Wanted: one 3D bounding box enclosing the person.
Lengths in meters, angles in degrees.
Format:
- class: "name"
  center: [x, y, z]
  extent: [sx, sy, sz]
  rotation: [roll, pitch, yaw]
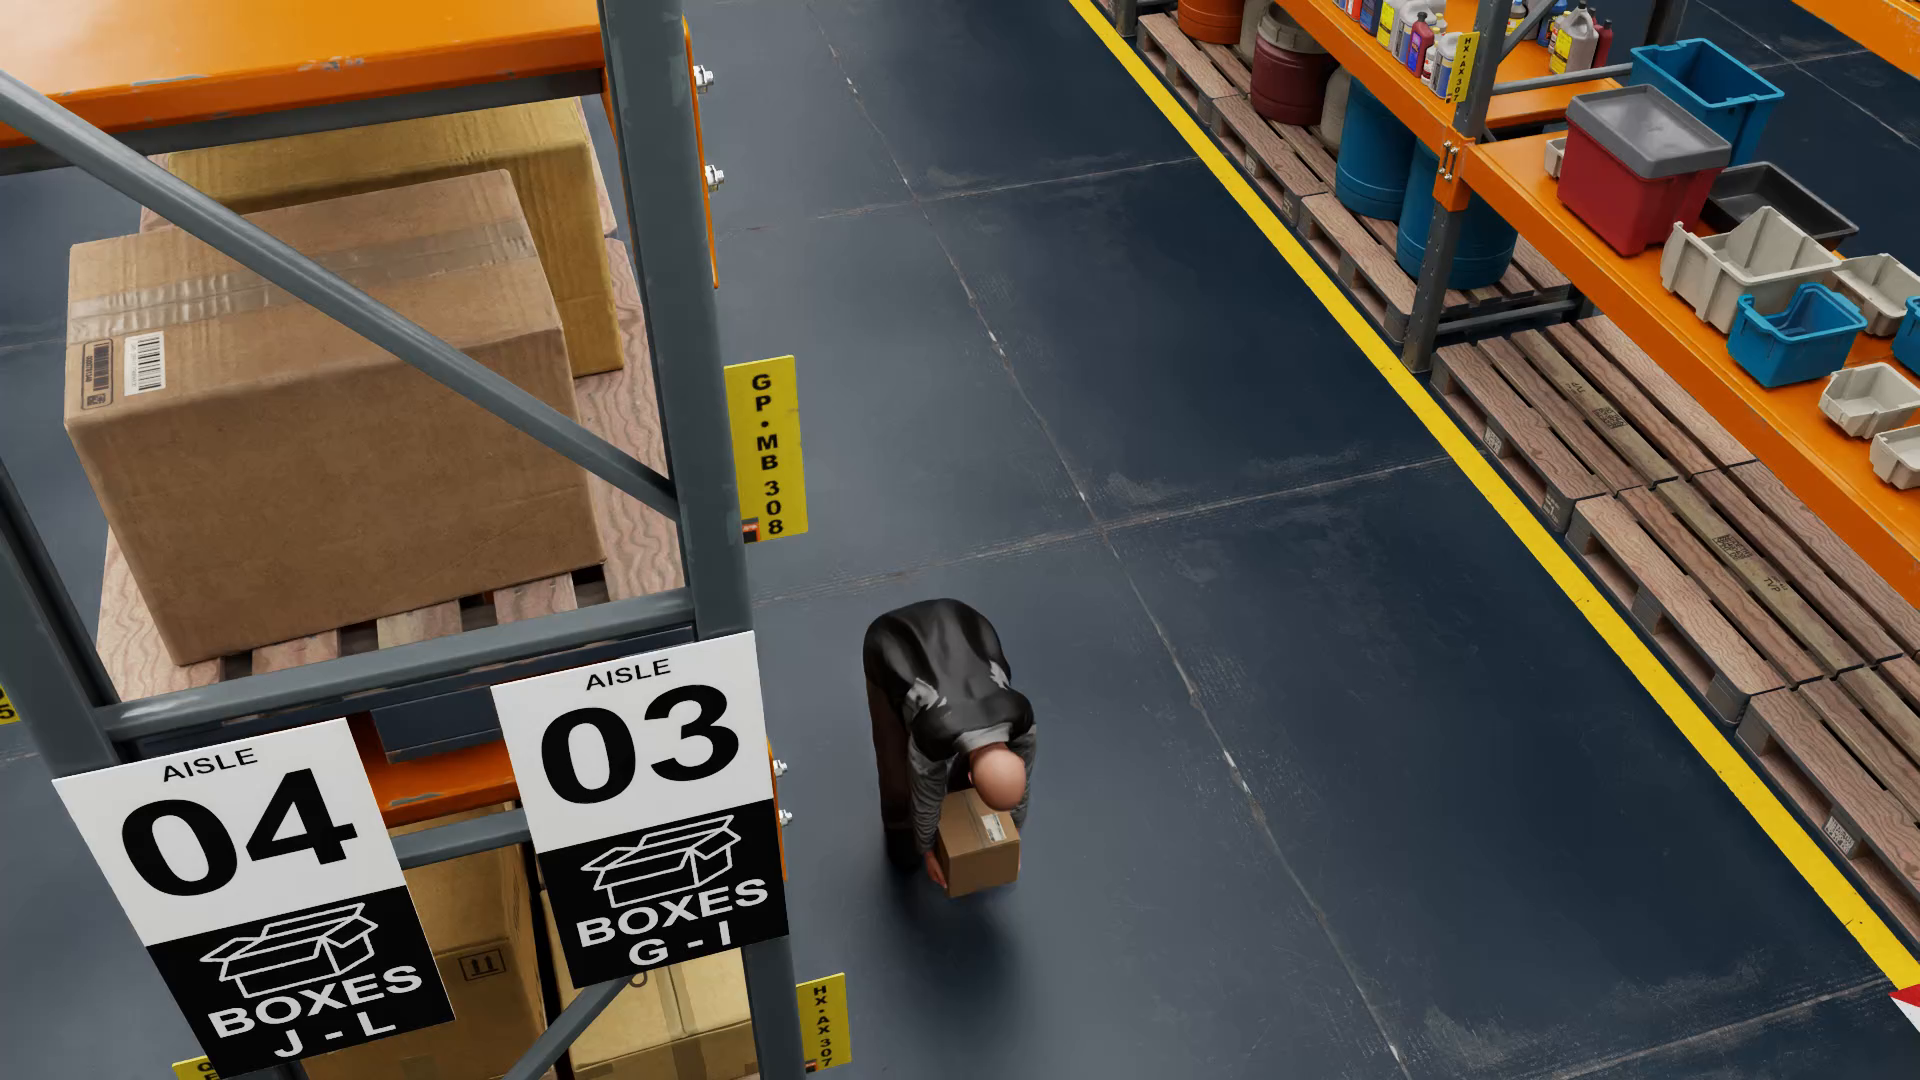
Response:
- class: "person"
  center: [-0.020, 0.684, 5.647]
  extent: [0.466, 1.419, 0.849]
  rotation: [-13, 44, -14]
